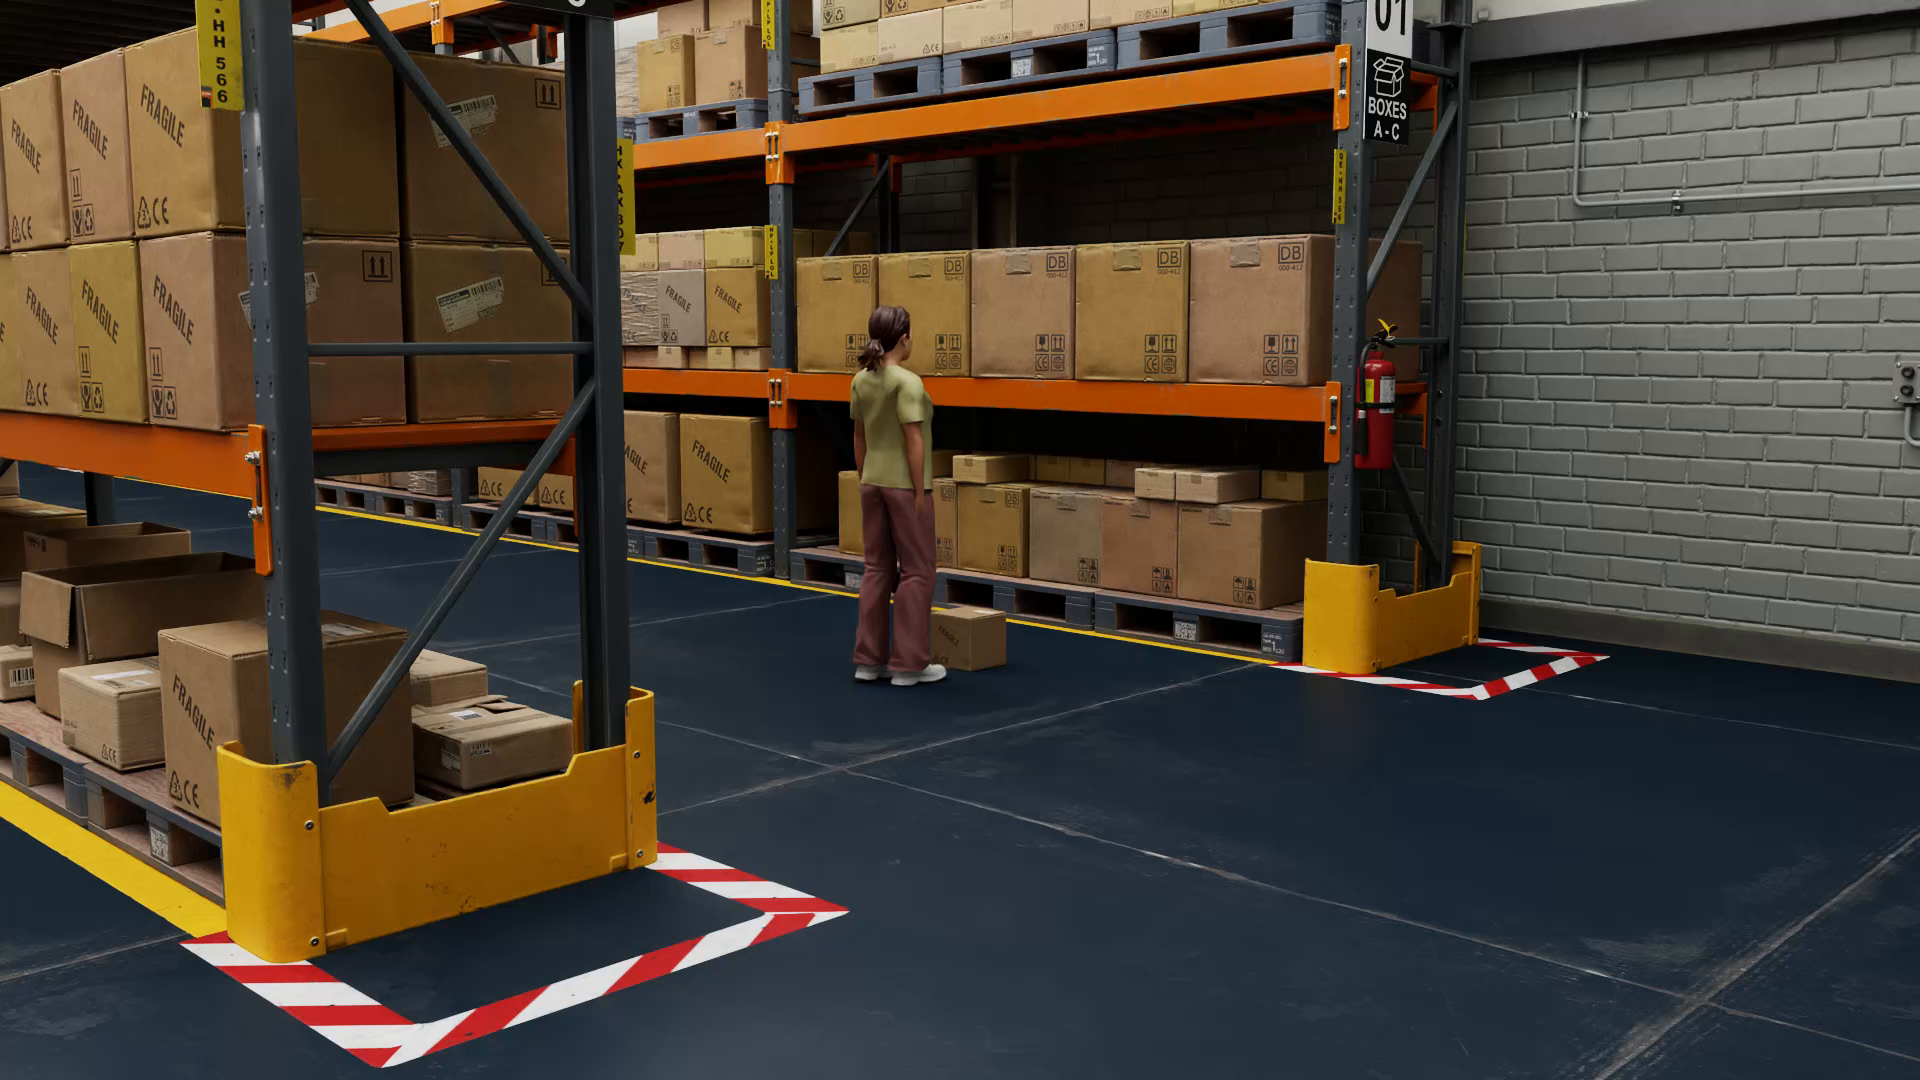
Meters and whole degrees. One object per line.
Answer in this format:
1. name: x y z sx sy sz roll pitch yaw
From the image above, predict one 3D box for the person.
1. person: -0.291 -0.195 7.382 0.369 1.674 0.440 -7 10 -44
